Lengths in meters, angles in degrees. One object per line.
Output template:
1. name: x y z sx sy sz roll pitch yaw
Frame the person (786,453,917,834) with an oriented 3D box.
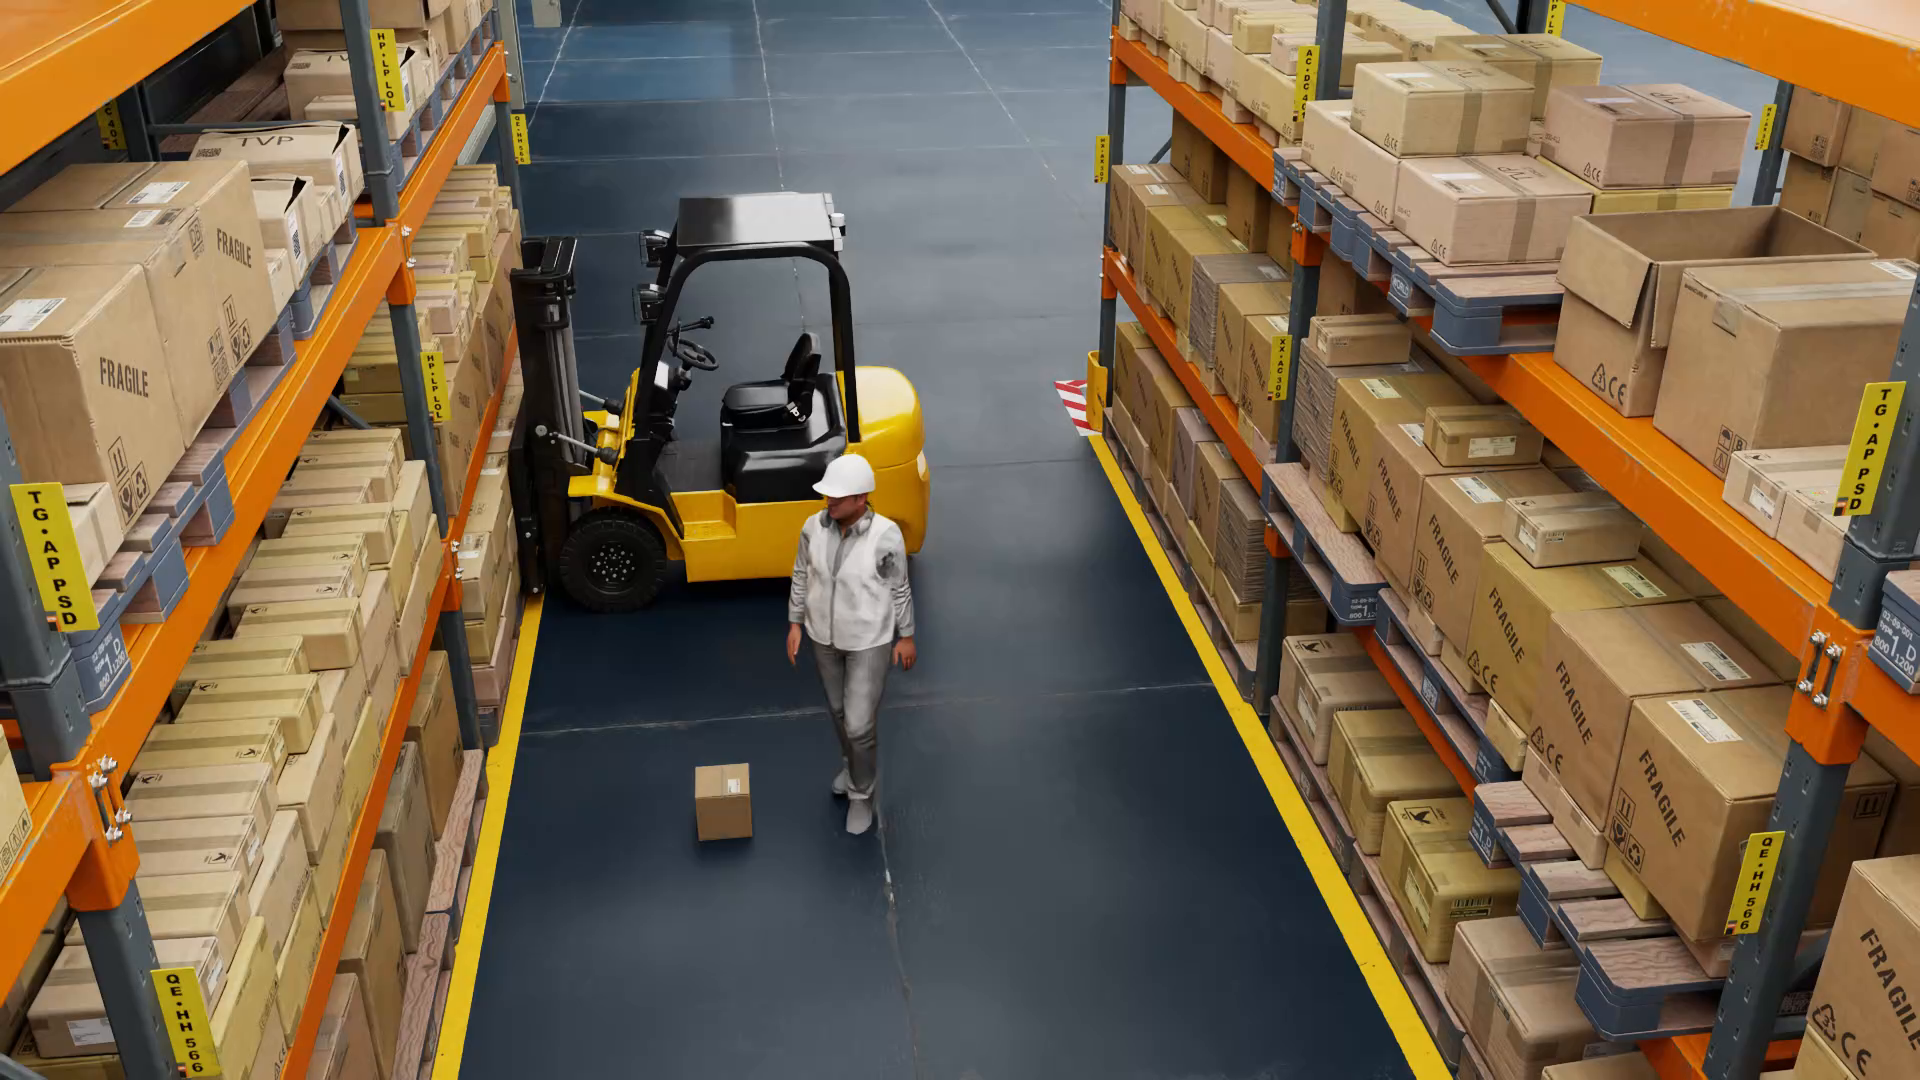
1. person: -0.529 0.479 7.689 0.583 1.839 0.533 12 29 22
